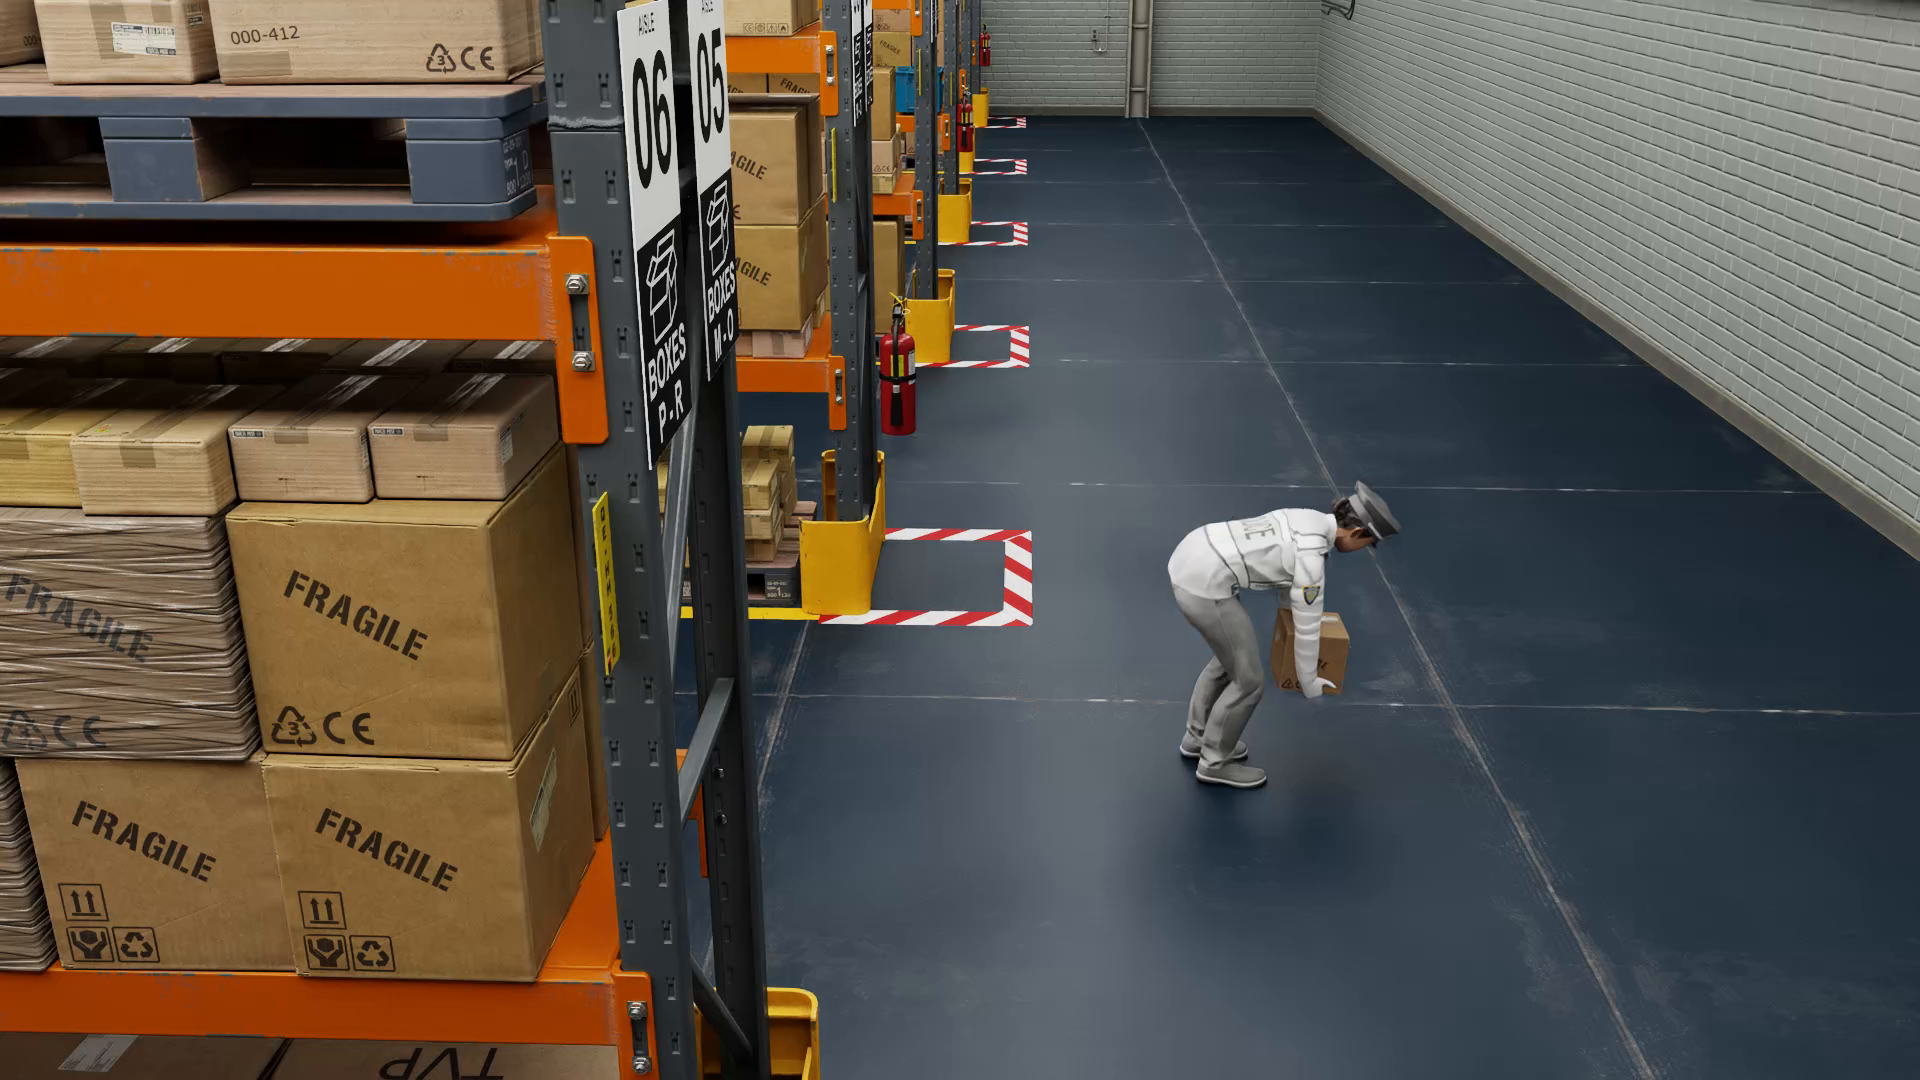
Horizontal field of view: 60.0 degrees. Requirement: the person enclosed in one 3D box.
[{"bbox_3d":[1.283,0.376,6.700,0.906,1.238,0.399,0,21,0],"label":"person"}]
